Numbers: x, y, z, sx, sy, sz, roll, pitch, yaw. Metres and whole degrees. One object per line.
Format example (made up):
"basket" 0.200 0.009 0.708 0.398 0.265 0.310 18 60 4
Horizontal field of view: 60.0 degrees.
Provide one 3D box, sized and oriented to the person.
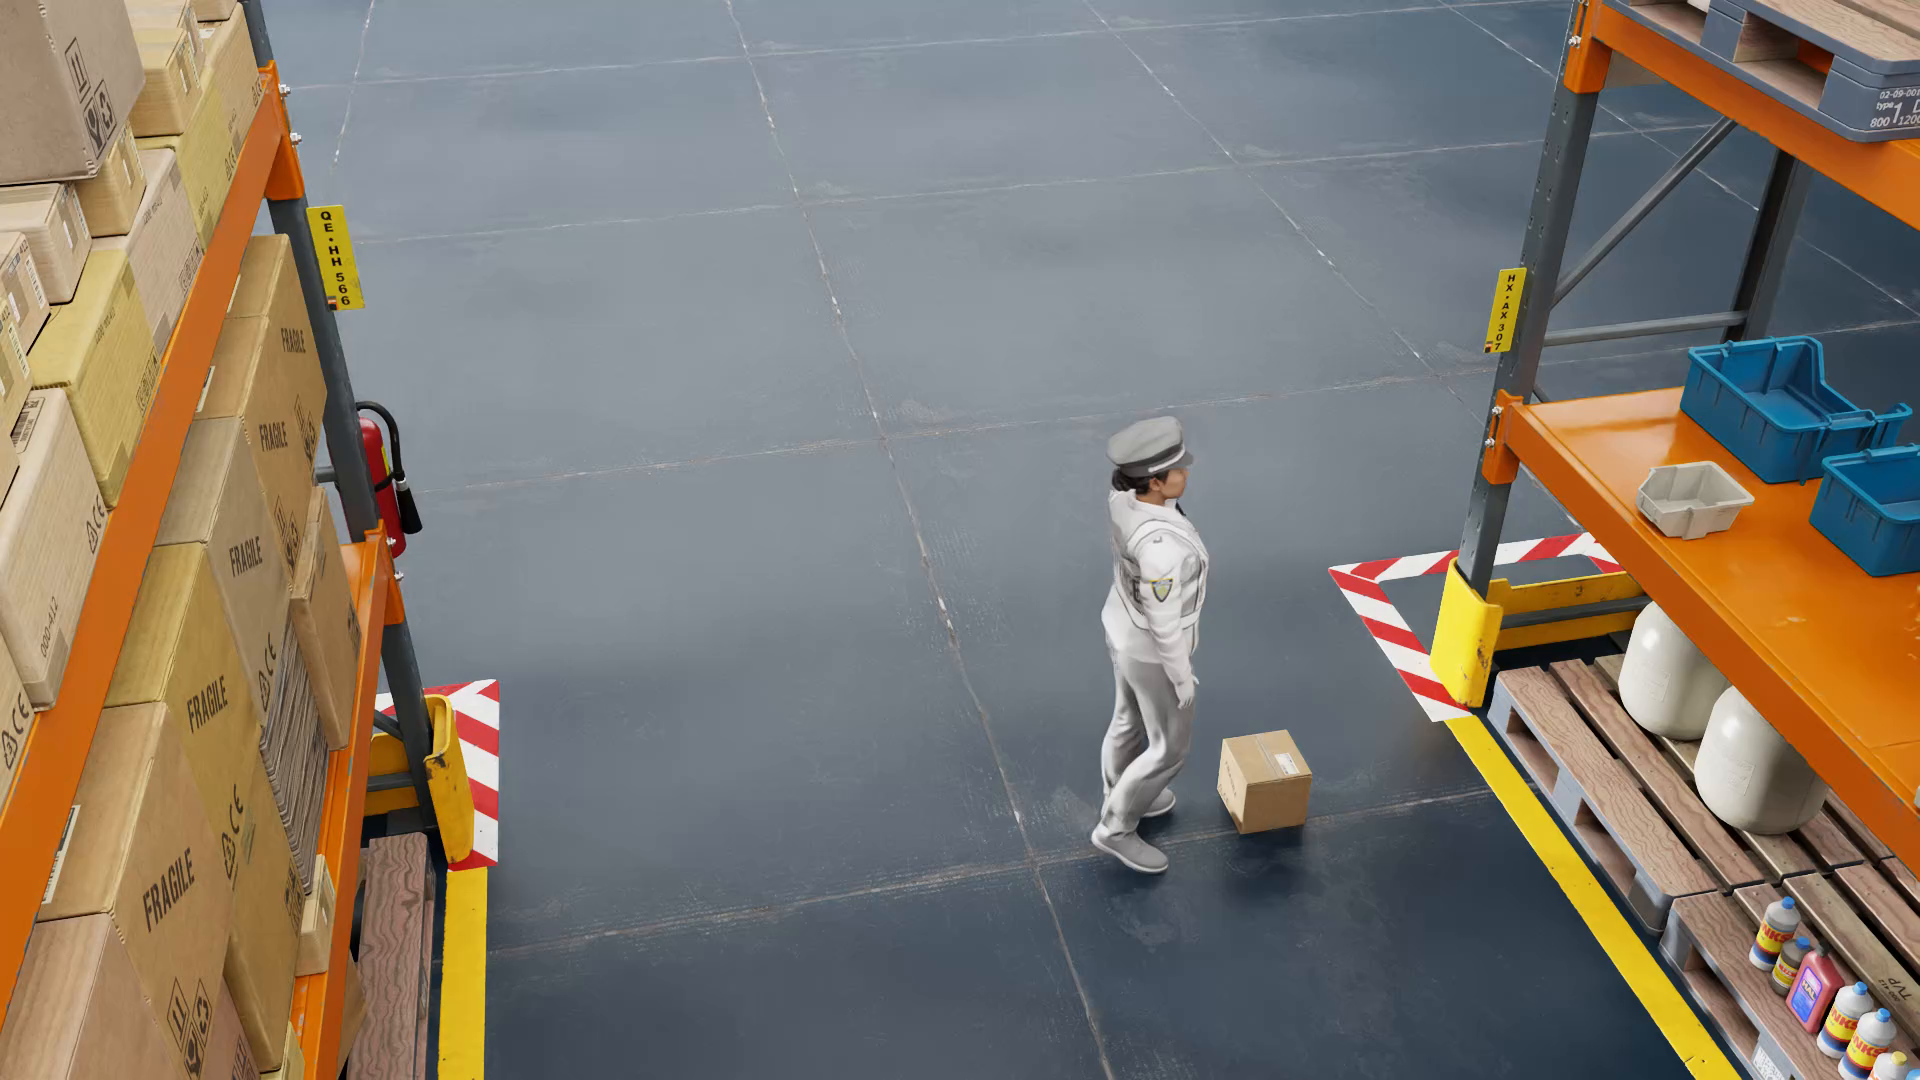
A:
"person" 0.627 0.348 5.598 0.375 1.695 0.518 -7 35 -11
